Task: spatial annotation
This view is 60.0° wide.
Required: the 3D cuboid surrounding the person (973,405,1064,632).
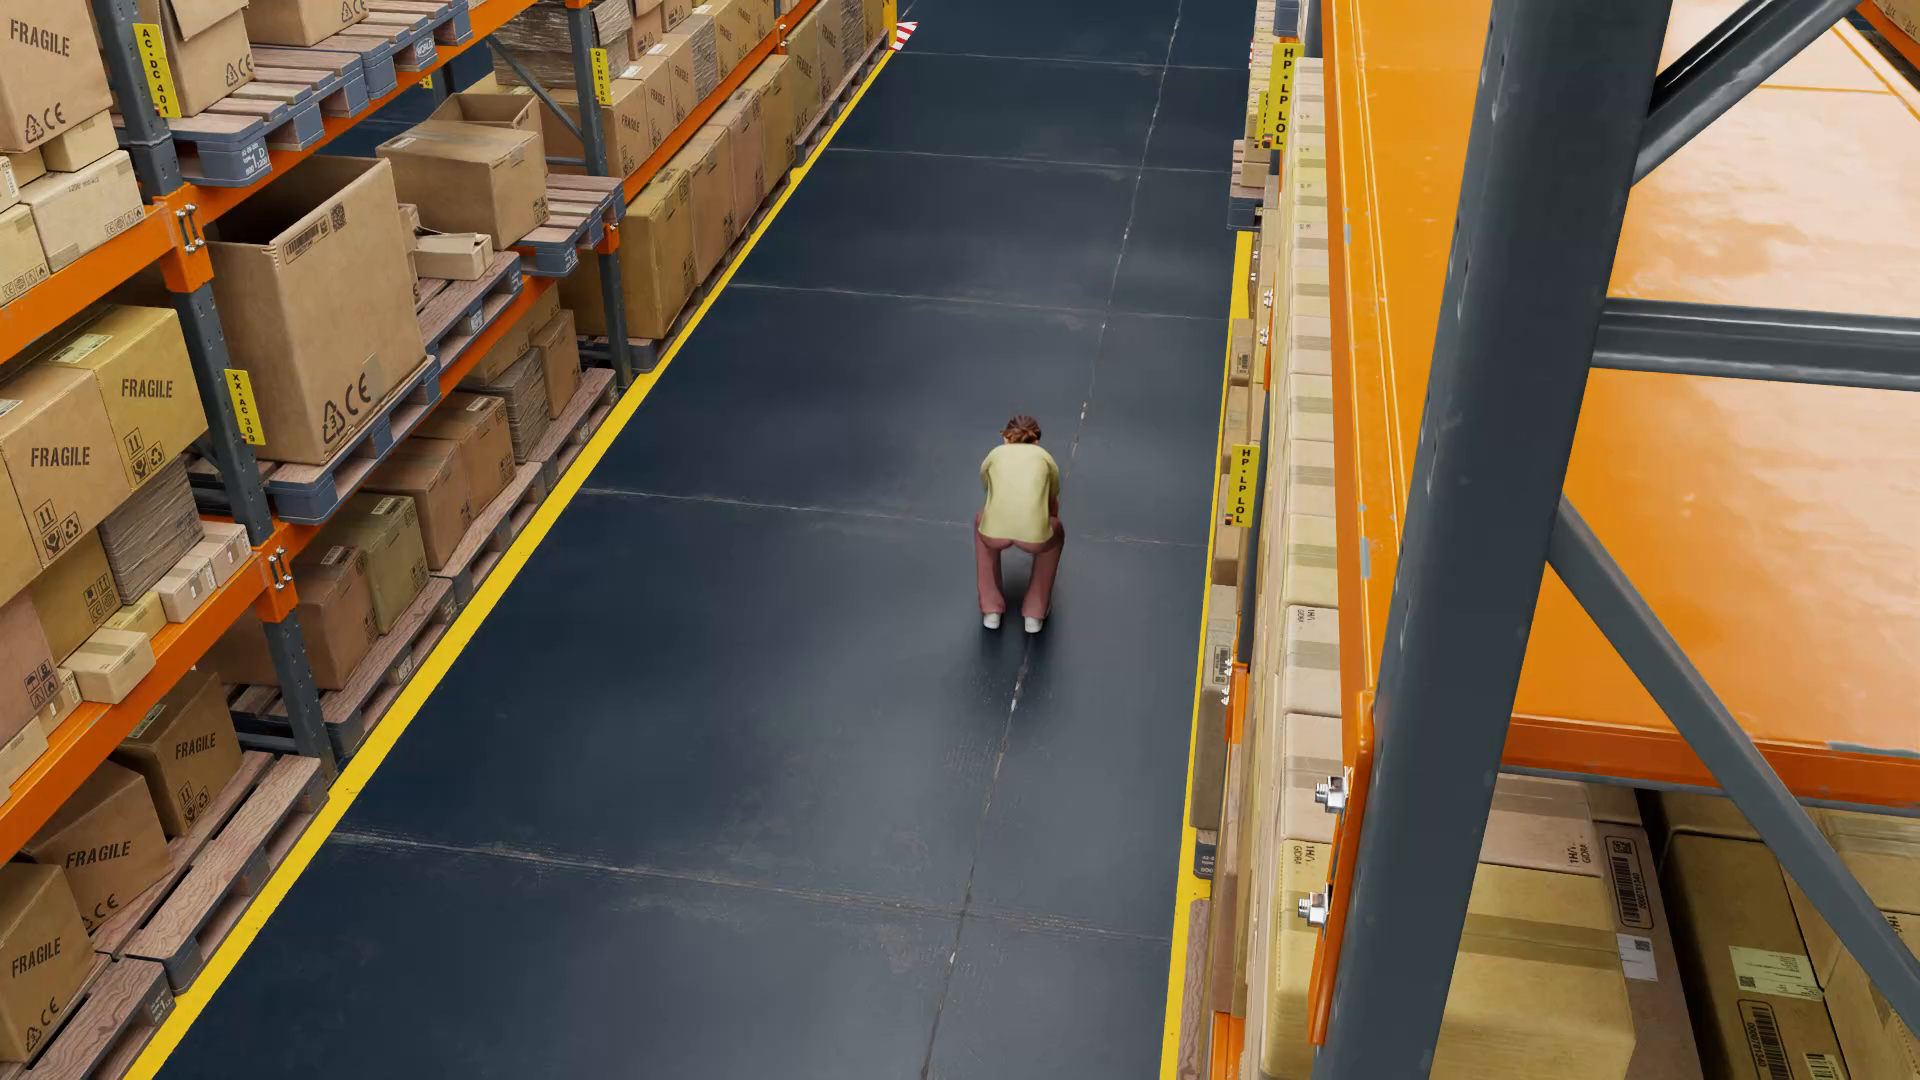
[{"bbox_3d":[0.307,-0.110,8.562,0.470,0.986,0.869,4,33,6],"label":"person"}]
